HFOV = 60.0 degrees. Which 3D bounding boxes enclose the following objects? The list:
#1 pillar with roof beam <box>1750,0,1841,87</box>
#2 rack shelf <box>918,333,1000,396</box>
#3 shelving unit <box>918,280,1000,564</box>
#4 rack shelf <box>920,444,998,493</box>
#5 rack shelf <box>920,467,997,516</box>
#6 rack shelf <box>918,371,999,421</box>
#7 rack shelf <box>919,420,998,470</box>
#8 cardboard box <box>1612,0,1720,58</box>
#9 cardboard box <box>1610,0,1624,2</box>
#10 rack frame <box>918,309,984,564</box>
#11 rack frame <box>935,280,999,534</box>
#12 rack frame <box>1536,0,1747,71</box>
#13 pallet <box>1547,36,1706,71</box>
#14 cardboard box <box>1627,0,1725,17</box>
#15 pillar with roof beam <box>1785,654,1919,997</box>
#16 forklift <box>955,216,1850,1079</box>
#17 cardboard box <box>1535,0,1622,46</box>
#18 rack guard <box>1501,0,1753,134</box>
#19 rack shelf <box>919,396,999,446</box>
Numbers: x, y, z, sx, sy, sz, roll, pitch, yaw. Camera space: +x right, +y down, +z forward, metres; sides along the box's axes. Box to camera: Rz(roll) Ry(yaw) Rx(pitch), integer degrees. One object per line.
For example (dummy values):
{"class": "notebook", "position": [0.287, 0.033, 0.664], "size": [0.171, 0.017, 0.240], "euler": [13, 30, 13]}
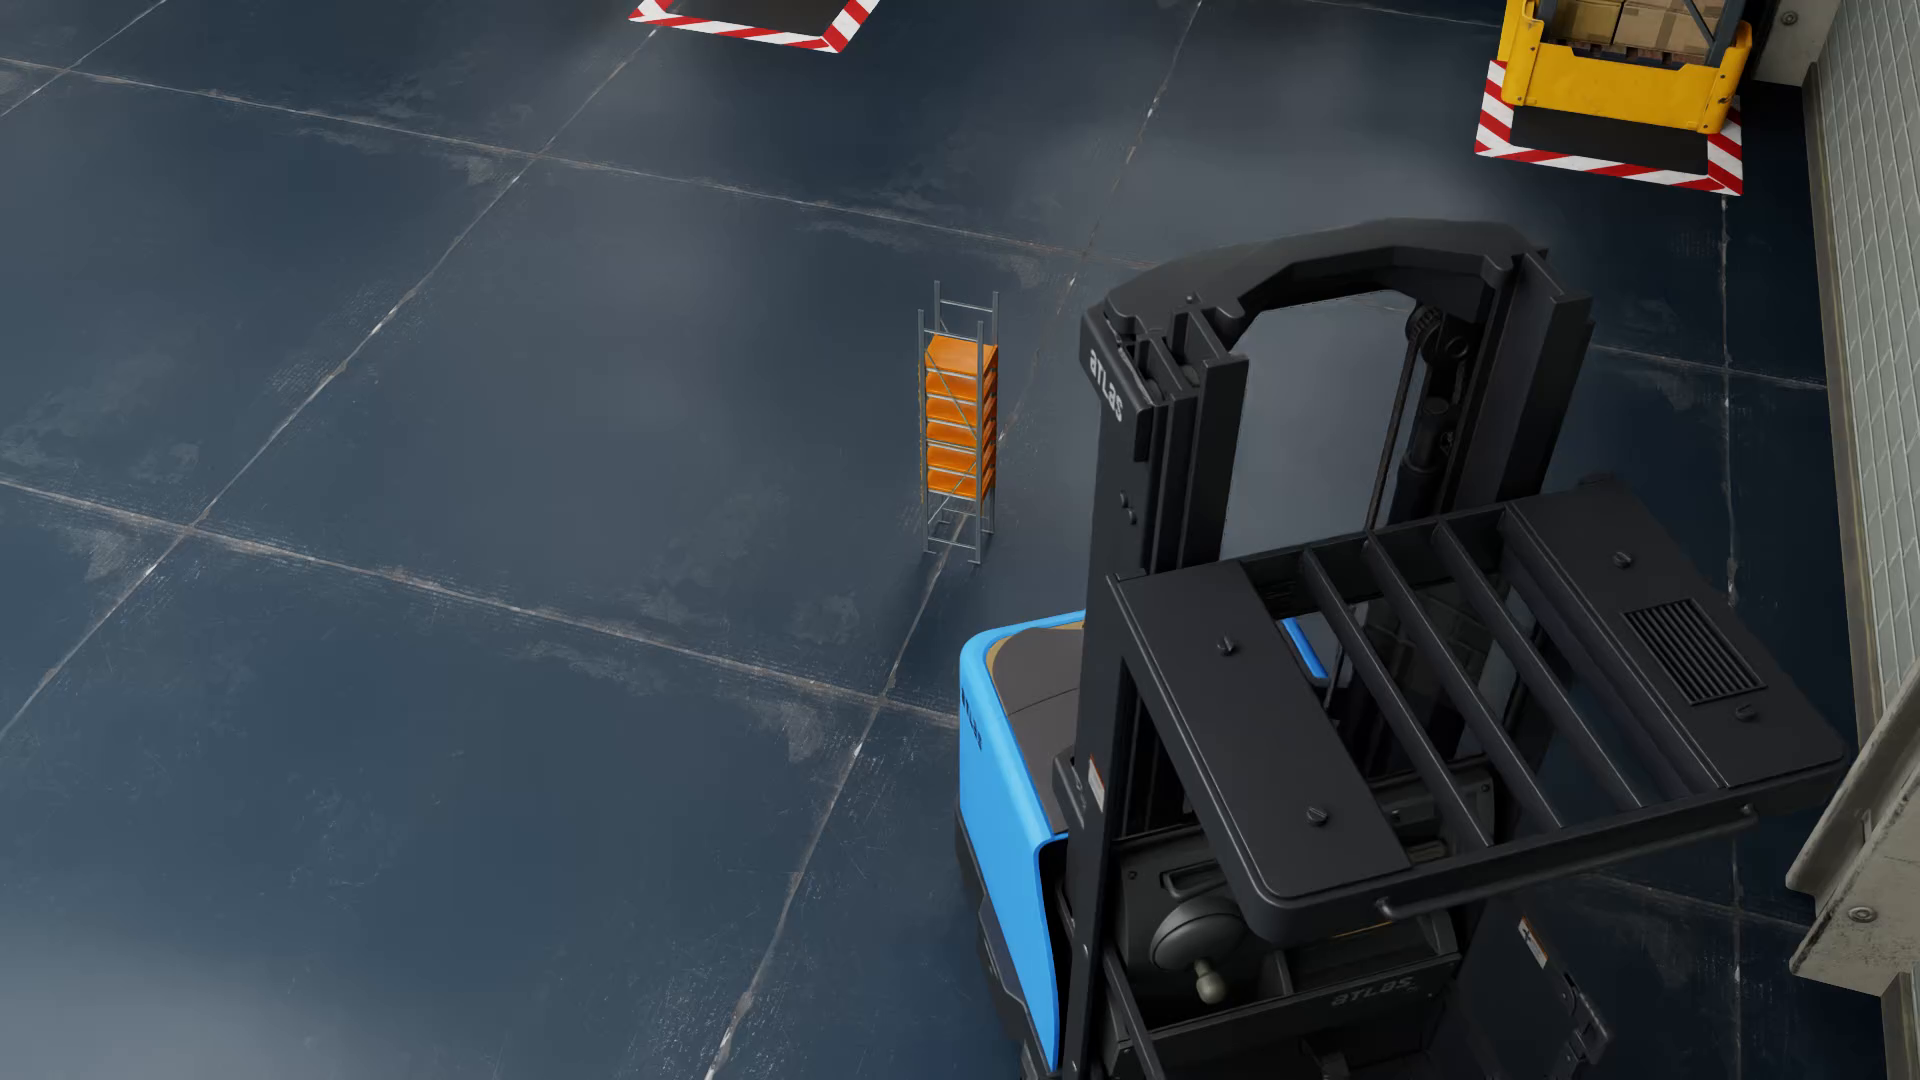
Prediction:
{"class": "pillar with roof beam", "position": [0.581, -6.837, 7.303], "size": [9.100, 9.000, 0.400], "euler": [13, 46, 13]}
{"class": "rack shelf", "position": [-0.004, -0.645, 6.100], "size": [0.258, 0.103, 0.180], "euler": [13, 46, 12]}
{"class": "shelving unit", "position": [-0.004, -0.419, 6.320], "size": [0.258, 1.200, 0.189], "euler": [13, 46, 12]}
{"class": "rack shelf", "position": [-0.004, -0.302, 6.436], "size": [0.258, 0.103, 0.180], "euler": [13, 46, 12]}
{"class": "rack shelf", "position": [-0.004, -0.216, 6.519], "size": [0.258, 0.103, 0.180], "euler": [13, 46, 12]}
{"class": "rack shelf", "position": [-0.004, -0.559, 6.184], "size": [0.258, 0.103, 0.180], "euler": [13, 46, 12]}
{"class": "rack shelf", "position": [-0.004, -0.387, 6.352], "size": [0.258, 0.103, 0.180], "euler": [13, 46, 12]}
{"class": "cardboard box", "position": [3.949, -2.961, 9.297], "size": [0.500, 0.250, 0.500], "euler": [13, 46, 13]}
{"class": "cardboard box", "position": [3.464, -3.245, 9.230], "size": [0.500, 0.250, 0.500], "euler": [12, 46, 12]}
{"class": "rack frame", "position": [-0.032, -0.358, 6.258], "size": [0.240, 1.200, 0.006], "euler": [13, 46, 12]}
{"class": "rack frame", "position": [0.023, -0.480, 6.383], "size": [0.240, 1.200, 0.006], "euler": [13, 46, 12]}
{"class": "rack frame", "position": [3.614, -3.508, 8.190], "size": [1.000, 3.000, 0.127], "euler": [13, 46, 13]}
{"class": "pallet", "position": [3.806, -3.030, 9.696], "size": [1.003, 0.211, 1.213], "euler": [13, 46, 13]}
{"class": "cardboard box", "position": [3.955, -3.124, 9.106], "size": [0.500, 0.250, 0.500], "euler": [13, 46, 13]}
{"class": "pillar with roof beam", "position": [-1.236, -2.838, 3.216], "size": [9.100, 9.000, 0.400], "euler": [13, 46, 13]}
{"class": "forklift", "position": [0.877, 0.902, 3.733], "size": [1.130, 2.935, 3.031], "euler": [-11, 45, -11]}
{"class": "cardboard box", "position": [3.456, -3.056, 9.394], "size": [0.500, 0.250, 0.500], "euler": [13, 46, 13]}
{"class": "rack guard", "position": [3.607, -2.599, 9.048], "size": [1.175, 0.500, 0.348], "euler": [13, 46, 13]}
{"class": "rack shelf", "position": [-0.004, -0.473, 6.268], "size": [0.258, 0.103, 0.180], "euler": [13, 46, 12]}
